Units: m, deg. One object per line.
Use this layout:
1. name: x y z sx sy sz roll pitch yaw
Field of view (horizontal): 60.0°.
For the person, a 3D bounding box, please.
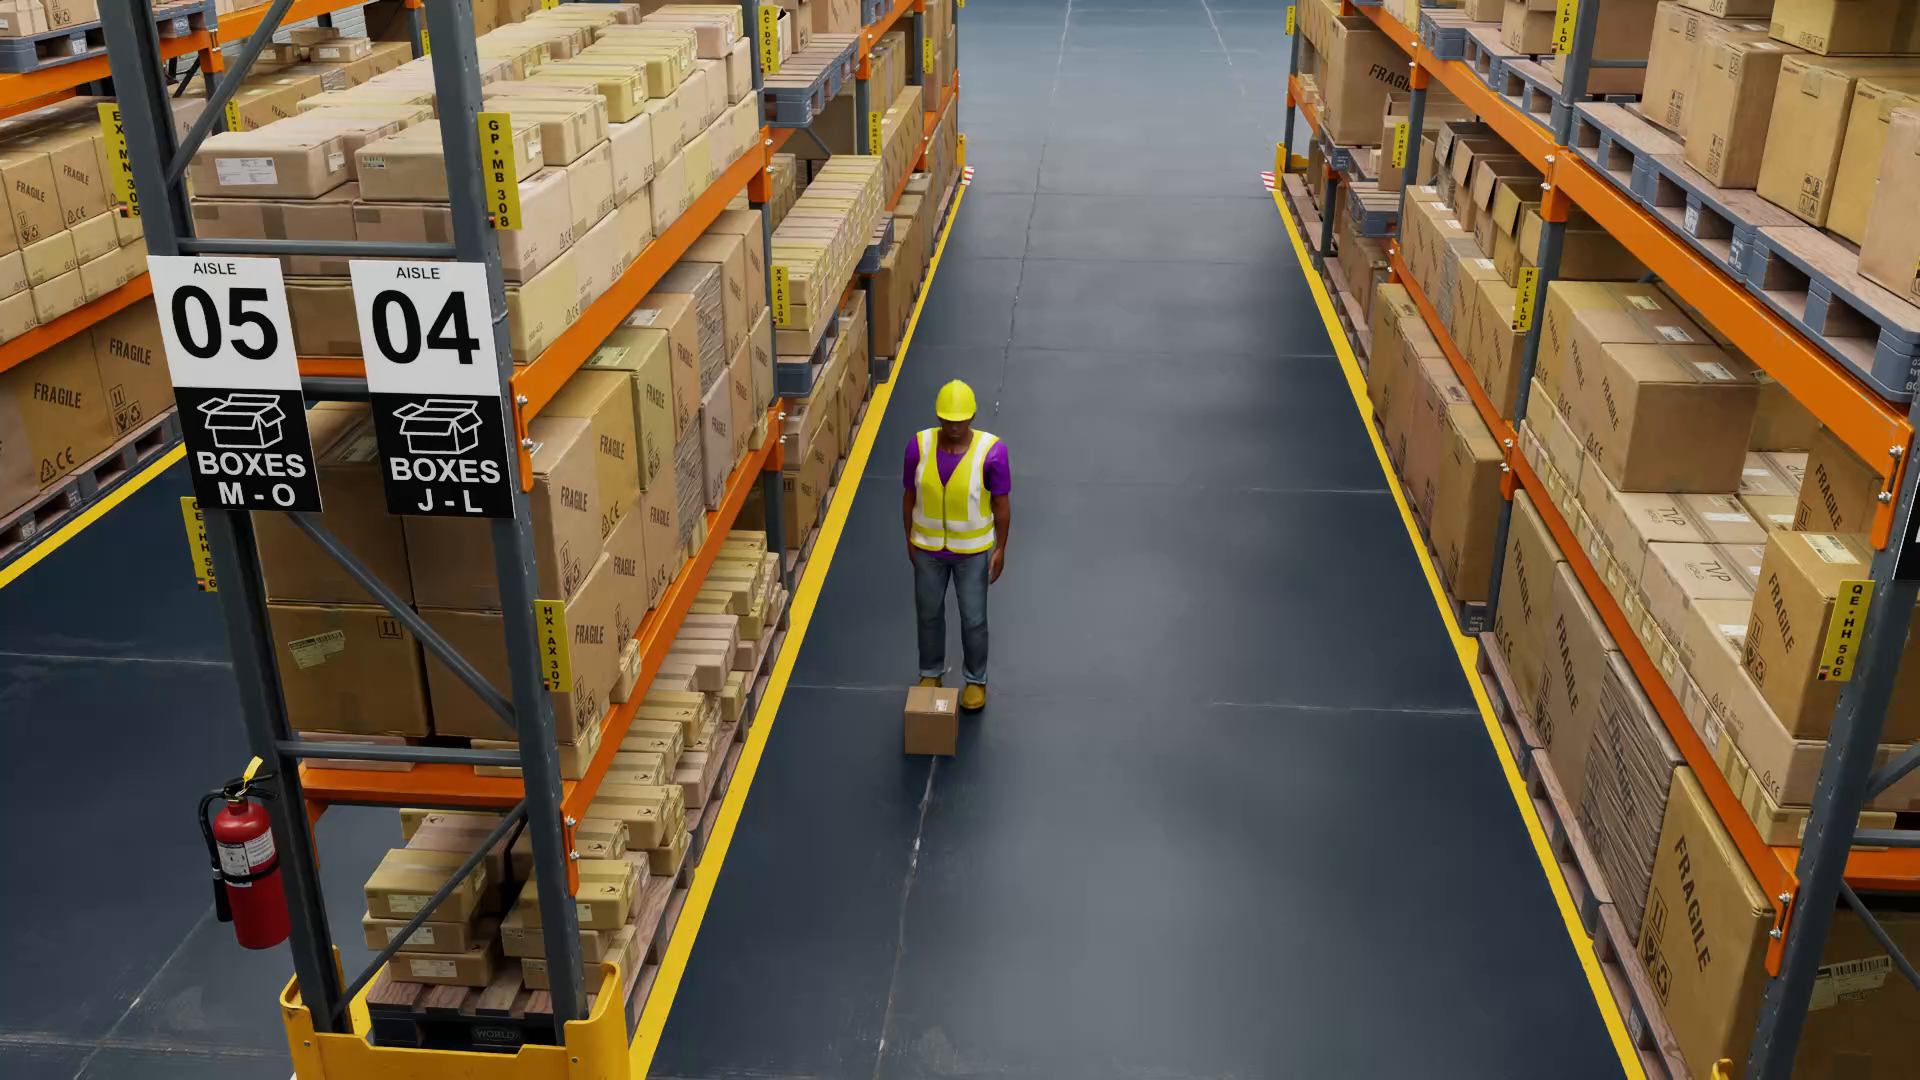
1. person: -0.025 0.027 8.518 0.565 1.763 0.363 5 25 11
